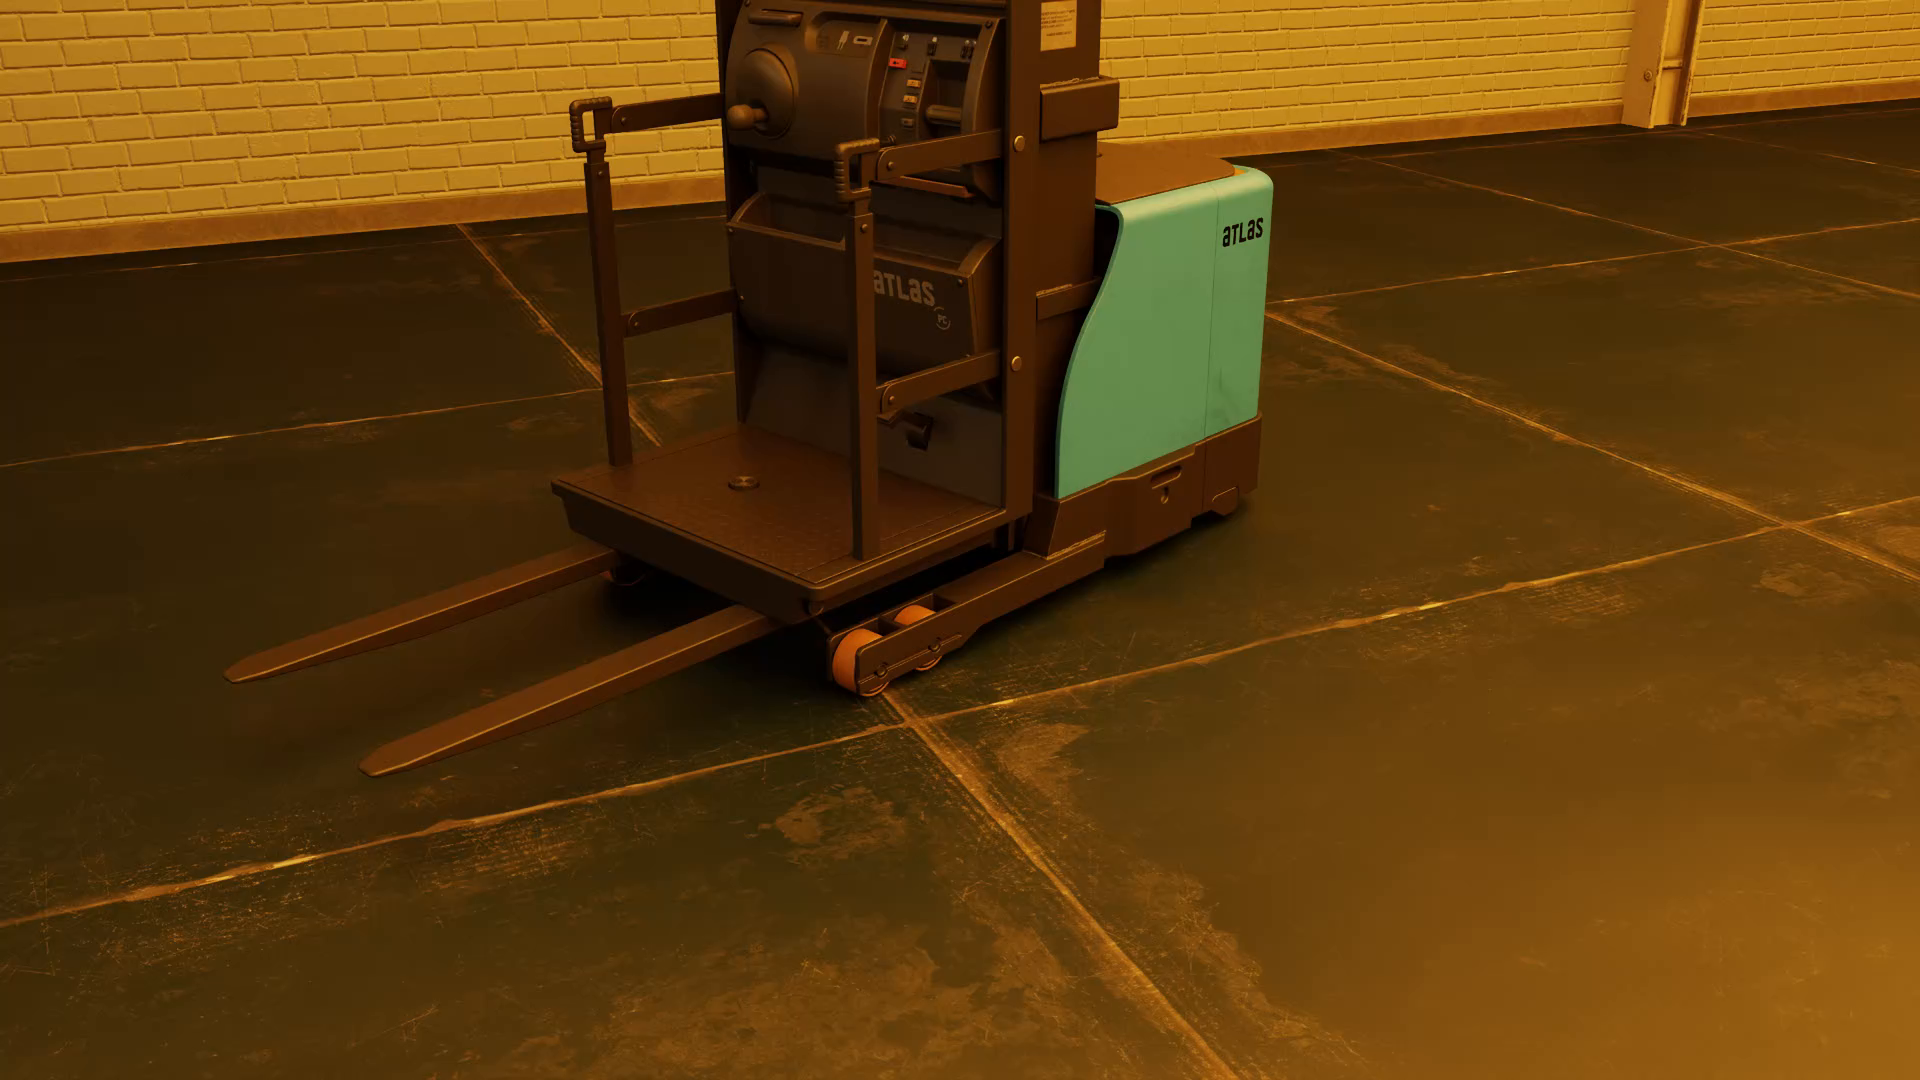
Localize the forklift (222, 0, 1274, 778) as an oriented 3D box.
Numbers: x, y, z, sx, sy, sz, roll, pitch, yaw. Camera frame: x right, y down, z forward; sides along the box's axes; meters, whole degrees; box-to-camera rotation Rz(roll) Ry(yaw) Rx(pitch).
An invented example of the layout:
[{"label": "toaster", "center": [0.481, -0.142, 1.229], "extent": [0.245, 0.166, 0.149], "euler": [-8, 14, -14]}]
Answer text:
[{"label": "forklift", "center": [-0.413, -1.182, 4.131], "extent": [1.130, 2.935, 3.031], "euler": [19, 29, 39]}]
